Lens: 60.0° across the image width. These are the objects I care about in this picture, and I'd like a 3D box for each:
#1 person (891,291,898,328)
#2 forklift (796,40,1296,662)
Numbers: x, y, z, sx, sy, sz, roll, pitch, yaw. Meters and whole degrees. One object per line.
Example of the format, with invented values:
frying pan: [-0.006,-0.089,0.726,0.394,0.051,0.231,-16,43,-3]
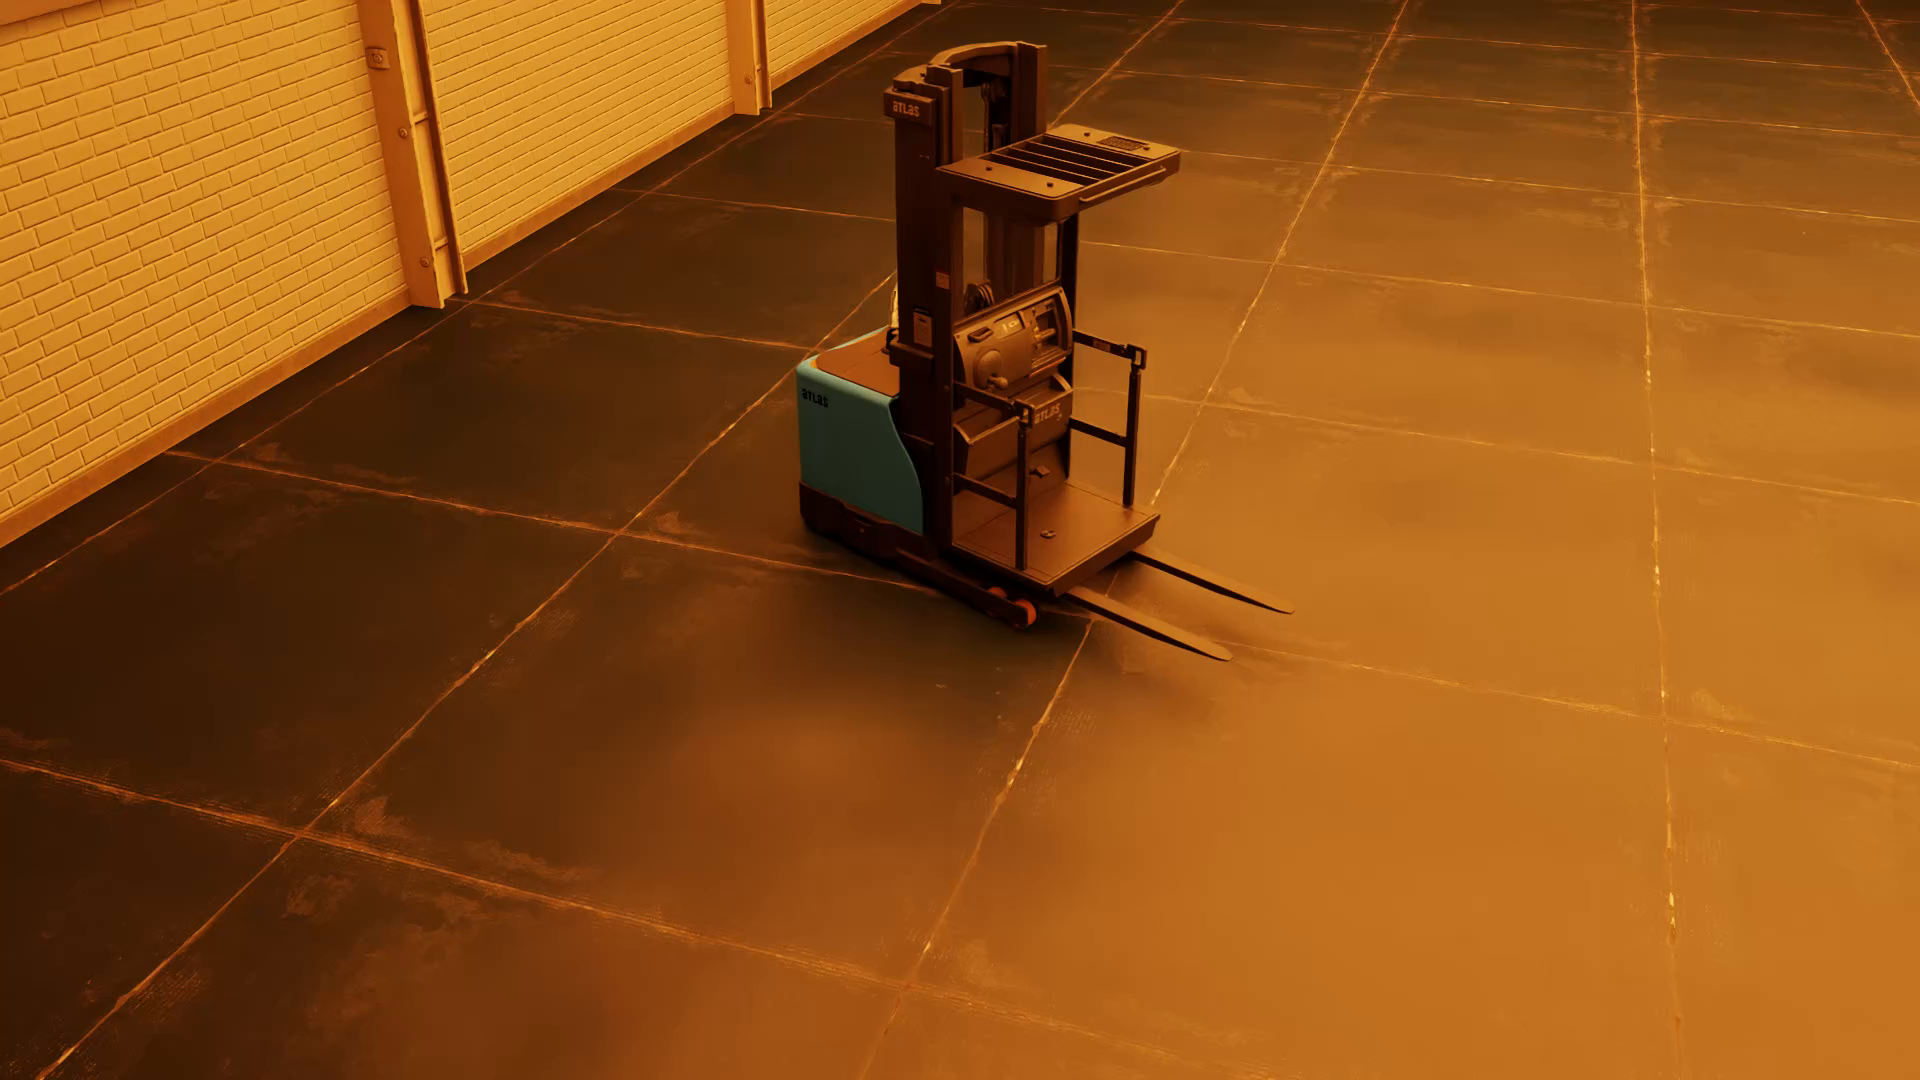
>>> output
person: [-0.139,-1.089,10.366,0.654,1.614,0.575,-25,38,-36]
forklift: [0.459,-1.074,9.021,3.031,2.935,1.130,23,37,35]
